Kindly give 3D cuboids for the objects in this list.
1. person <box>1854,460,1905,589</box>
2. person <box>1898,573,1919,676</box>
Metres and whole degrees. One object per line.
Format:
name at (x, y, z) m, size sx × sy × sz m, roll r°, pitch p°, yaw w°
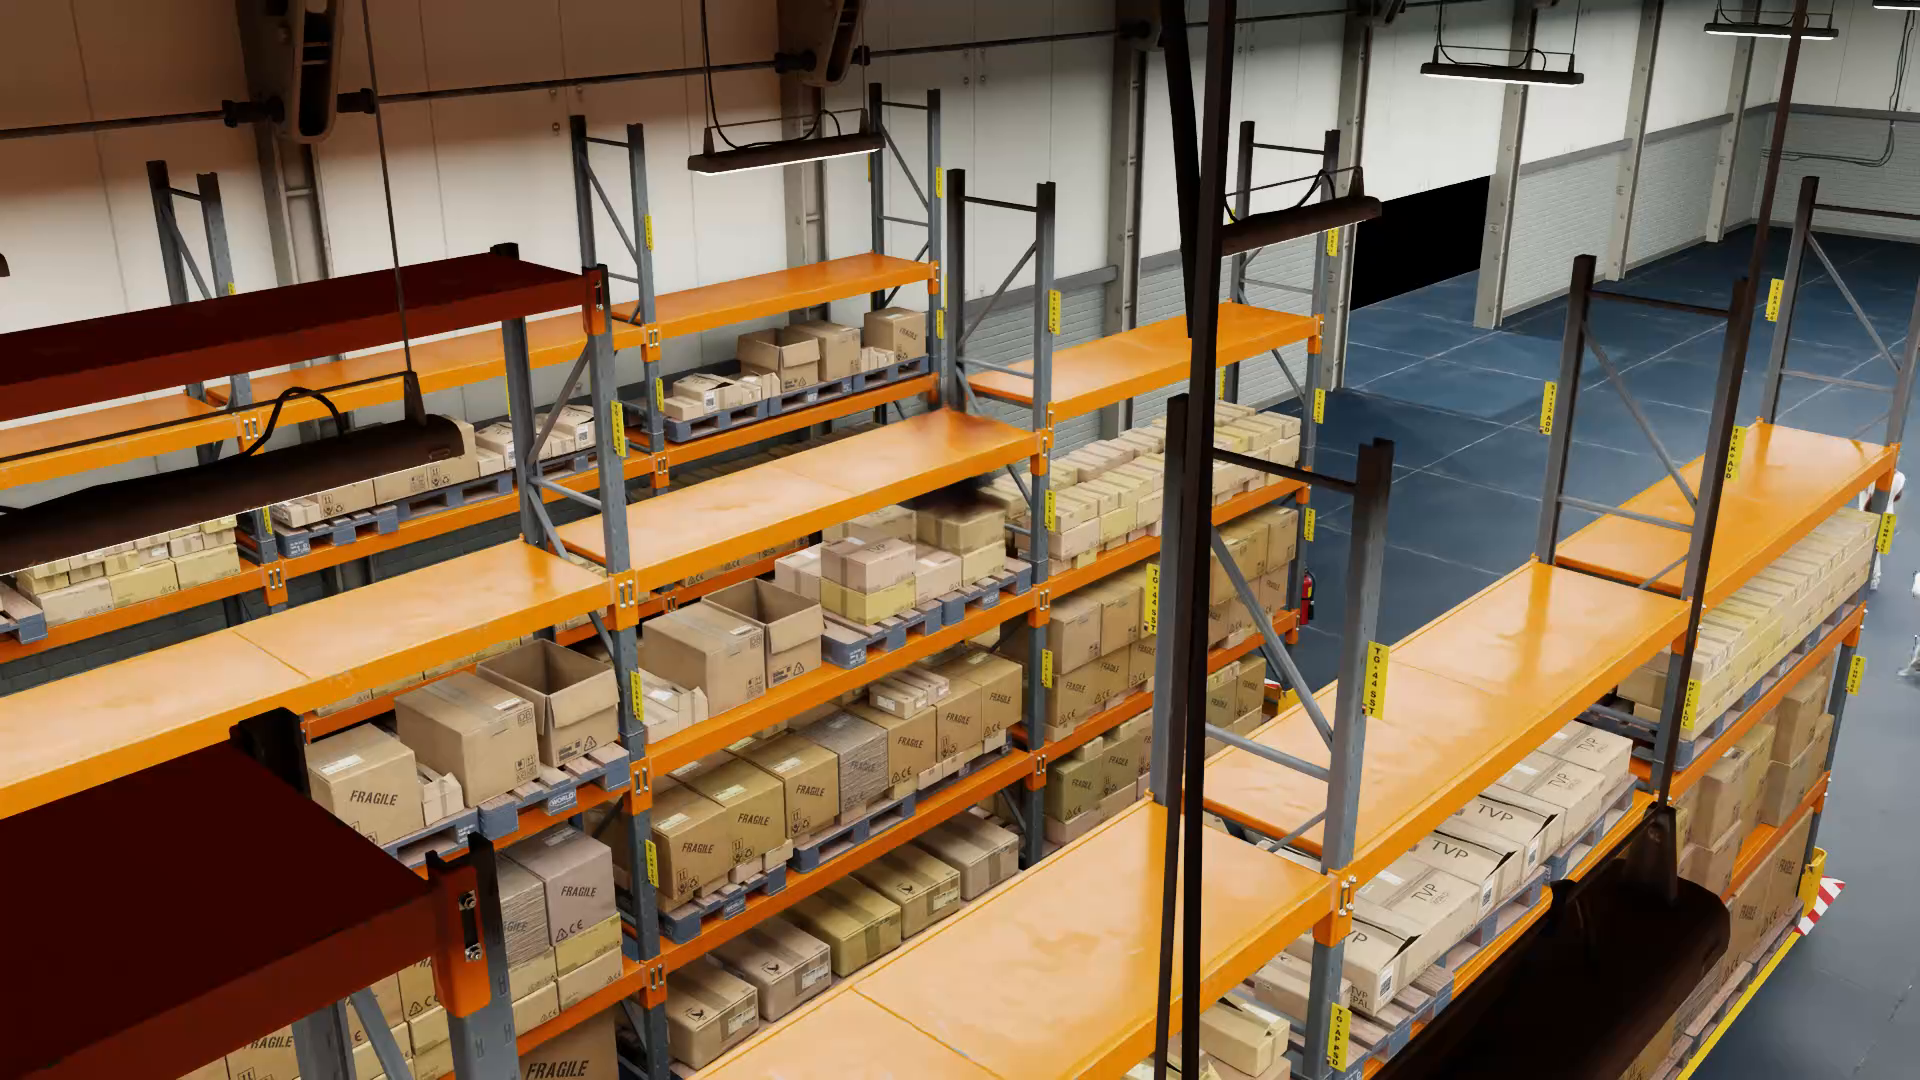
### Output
person at (11.109, -0.300, 20.344) m, size 0.656 × 1.743 × 0.629 m, roll -6°, pitch 22°, yaw -15°
person at (10.342, 0.812, 17.574) m, size 0.587 × 1.737 × 0.807 m, roll -5°, pitch 22°, yaw -13°
